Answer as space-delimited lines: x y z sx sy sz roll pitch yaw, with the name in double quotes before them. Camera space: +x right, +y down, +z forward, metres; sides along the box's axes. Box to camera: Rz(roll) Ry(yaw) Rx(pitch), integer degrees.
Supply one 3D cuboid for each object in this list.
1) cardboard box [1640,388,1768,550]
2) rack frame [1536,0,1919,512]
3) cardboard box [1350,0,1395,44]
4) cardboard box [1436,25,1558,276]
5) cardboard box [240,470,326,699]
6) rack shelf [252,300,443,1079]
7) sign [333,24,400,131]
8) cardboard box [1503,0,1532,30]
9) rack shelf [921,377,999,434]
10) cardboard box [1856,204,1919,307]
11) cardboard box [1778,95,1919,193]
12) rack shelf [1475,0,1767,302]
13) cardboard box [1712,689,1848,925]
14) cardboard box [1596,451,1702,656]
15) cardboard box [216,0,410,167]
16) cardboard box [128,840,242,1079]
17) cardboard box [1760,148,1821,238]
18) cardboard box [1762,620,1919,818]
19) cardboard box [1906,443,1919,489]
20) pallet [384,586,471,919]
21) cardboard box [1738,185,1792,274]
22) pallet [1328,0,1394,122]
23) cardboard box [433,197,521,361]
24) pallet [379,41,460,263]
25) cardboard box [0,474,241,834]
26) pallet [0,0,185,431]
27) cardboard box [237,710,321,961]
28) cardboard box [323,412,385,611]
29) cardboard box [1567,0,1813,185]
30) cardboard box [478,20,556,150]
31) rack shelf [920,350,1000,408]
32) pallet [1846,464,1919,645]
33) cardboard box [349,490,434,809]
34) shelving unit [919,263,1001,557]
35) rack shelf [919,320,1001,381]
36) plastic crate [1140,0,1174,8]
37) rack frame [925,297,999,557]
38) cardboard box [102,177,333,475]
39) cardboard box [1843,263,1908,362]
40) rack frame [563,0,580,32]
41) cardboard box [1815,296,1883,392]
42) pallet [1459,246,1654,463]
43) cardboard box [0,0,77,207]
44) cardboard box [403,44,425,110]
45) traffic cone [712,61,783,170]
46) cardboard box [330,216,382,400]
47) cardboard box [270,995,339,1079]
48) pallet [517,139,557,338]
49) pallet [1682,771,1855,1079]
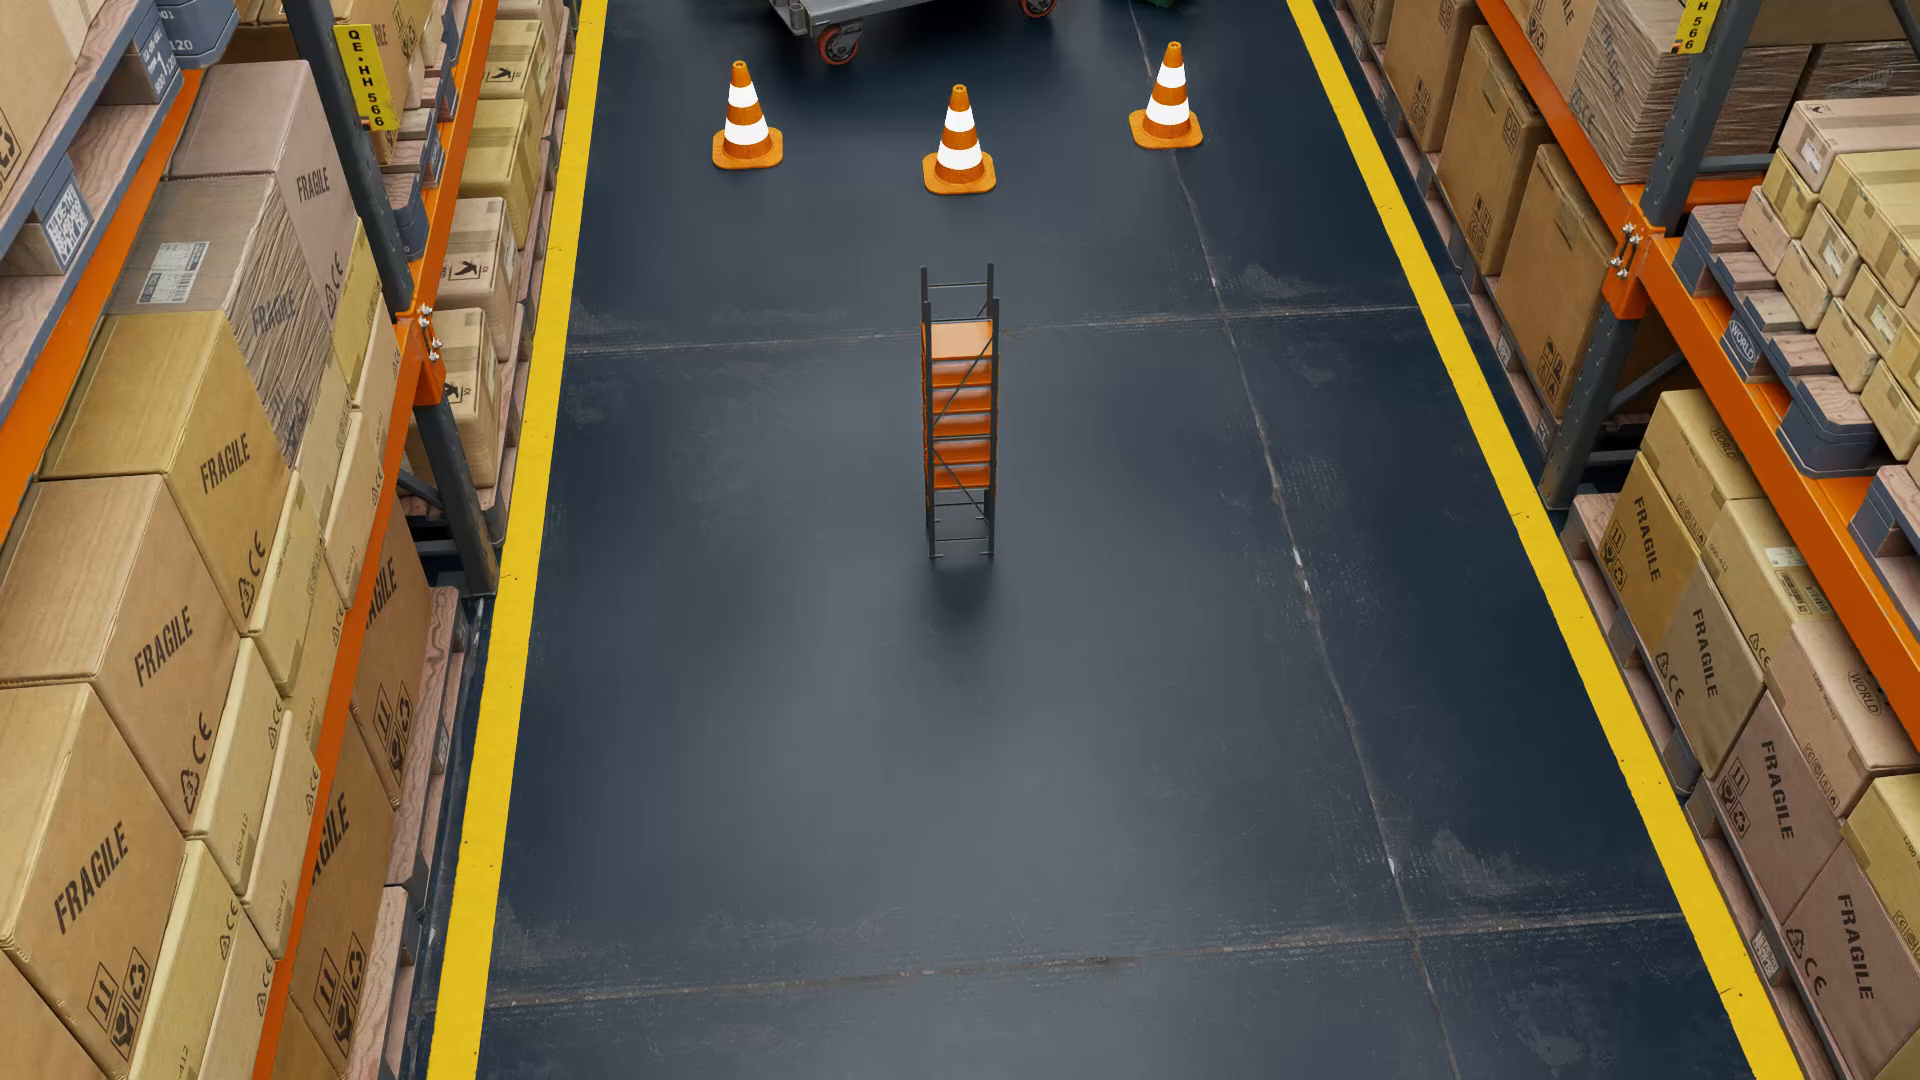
"cardboard box" 2.551 -0.242 5.329 0.500 0.250 0.500 -5 47 -5
"rack frame" 2.734 -1.213 5.333 1.000 3.000 0.127 -3 47 -3
"cardboard box" 2.541 -3.034 8.318 1.050 0.750 0.750 -4 47 -3
"cardboard box" 2.697 -1.662 7.018 1.050 0.750 0.750 -3 47 -3
"cardboard box" -1.786 0.116 3.833 0.500 0.250 0.500 -5 47 -4
"rack shelf" -2.022 0.856 3.869 1.077 0.370 4.000 -3 47 -3
"sign" -1.637 -1.273 4.592 0.100 0.325 0.005 -3 47 -3
"cardboard box" 2.347 -2.279 6.274 0.500 0.500 0.500 -4 47 -4
"rack shelf" -0.001 -0.475 5.769 0.258 0.103 0.180 -3 47 -3
"cardboard box" 2.621 -0.757 4.375 0.380 0.149 0.250 -4 47 -4
"cardboard box" 2.580 -1.126 4.724 0.380 0.149 0.250 -3 47 -3
"rack shelf" 2.567 -2.412 6.964 1.077 0.370 4.000 -3 47 -3
"cardboard box" 2.633 0.764 4.893 0.500 0.500 0.500 -5 47 -4
"cardboard box" 2.540 0.030 5.588 0.500 0.500 0.500 -5 47 -5
"cardboard box" -1.997 -1.459 5.003 0.500 0.500 0.500 -5 47 -4
"cardboard box" -1.698 0.857 3.131 0.500 0.250 0.500 -3 47 -3
"cardboard box" 2.575 -1.011 4.821 0.380 0.149 0.250 -2 47 -2
"cardboard box" 2.622 0.484 4.642 0.500 0.250 0.500 -3 47 -3
"cardboard box" 2.665 -0.158 4.217 0.380 0.149 0.250 -2 47 -2
"pallet" -2.199 0.695 5.446 1.003 0.211 1.213 -3 47 -3
"cardboard box" 2.571 -0.935 4.953 0.380 0.149 0.250 -4 47 -4
"pallet" 2.539 -2.594 8.562 1.003 0.211 1.213 -3 47 -3
"cardboard box" -2.297 -1.022 6.673 0.950 0.372 0.625 -4 47 -4
"pallet" -2.356 -1.282 5.530 1.213 0.211 1.003 -3 47 -3
"cardboard box" -1.764 0.238 3.201 0.500 0.500 0.500 -4 47 -4
"pallet" -1.986 -0.534 2.754 1.003 0.211 1.213 -2 47 -1
"cardboard box" -1.733 0.664 3.658 0.500 0.250 0.500 -4 47 -4
"cardboard box" -1.830 -0.068 4.352 0.500 0.250 0.500 -3 47 -3
"cardboard box" 2.429 -1.557 5.589 0.500 0.500 0.500 -3 47 -3
"cardboard box" -2.415 -2.074 7.669 0.950 0.372 0.625 -1 47 -1
"rack shelf" -0.001 -0.558 5.682 0.258 0.103 0.180 -3 47 -3
"pallet" 2.941 0.283 4.048 1.003 0.211 1.213 -3 47 -3
"cardboard box" -2.215 0.252 5.119 0.875 0.875 0.875 -4 47 -4
"shelving unit" -0.001 -0.423 5.824 0.258 1.200 0.189 -3 47 -3
"rack shelf" -0.001 -0.640 5.595 0.258 0.103 0.180 -3 47 -3
"plastic crate" 1.080 -3.206 9.117 0.450 0.188 0.662 25 51 9
"rack frame" 0.006 -0.357 5.762 0.240 1.200 0.006 -3 47 -3
"cardboard box" -1.835 -0.488 3.889 0.500 0.500 0.500 -3 47 -3
"cardboard box" 2.625 -0.622 4.452 0.380 0.149 0.250 -5 47 -5
"rack frame" -2.525 -3.733 7.719 1.000 3.000 0.127 -3 47 -3
"cardboard box" 2.616 -0.545 4.584 0.380 0.149 0.250 -1 47 -1
"pallet" 2.744 -0.829 6.890 1.003 0.211 1.213 -3 47 -3
"cardboard box" -1.753 -0.791 2.510 0.500 0.500 0.500 -3 47 -3
"cardboard box" -1.999 -1.551 5.536 0.380 0.149 0.250 -6 47 -6
"traffic cone" -1.026 -2.048 7.871 0.336 0.463 0.334 -3 47 -3
"cardboard box" -1.896 -0.624 4.534 0.500 0.250 0.500 -4 47 -3
"cardboard box" -2.070 1.545 3.895 0.875 0.875 0.875 -2 47 -2
"pallet" -2.353 -1.326 7.360 1.003 0.211 1.213 -3 47 -3
"pallet" 2.897 1.192 4.975 1.003 0.211 1.213 -3 47 -3
